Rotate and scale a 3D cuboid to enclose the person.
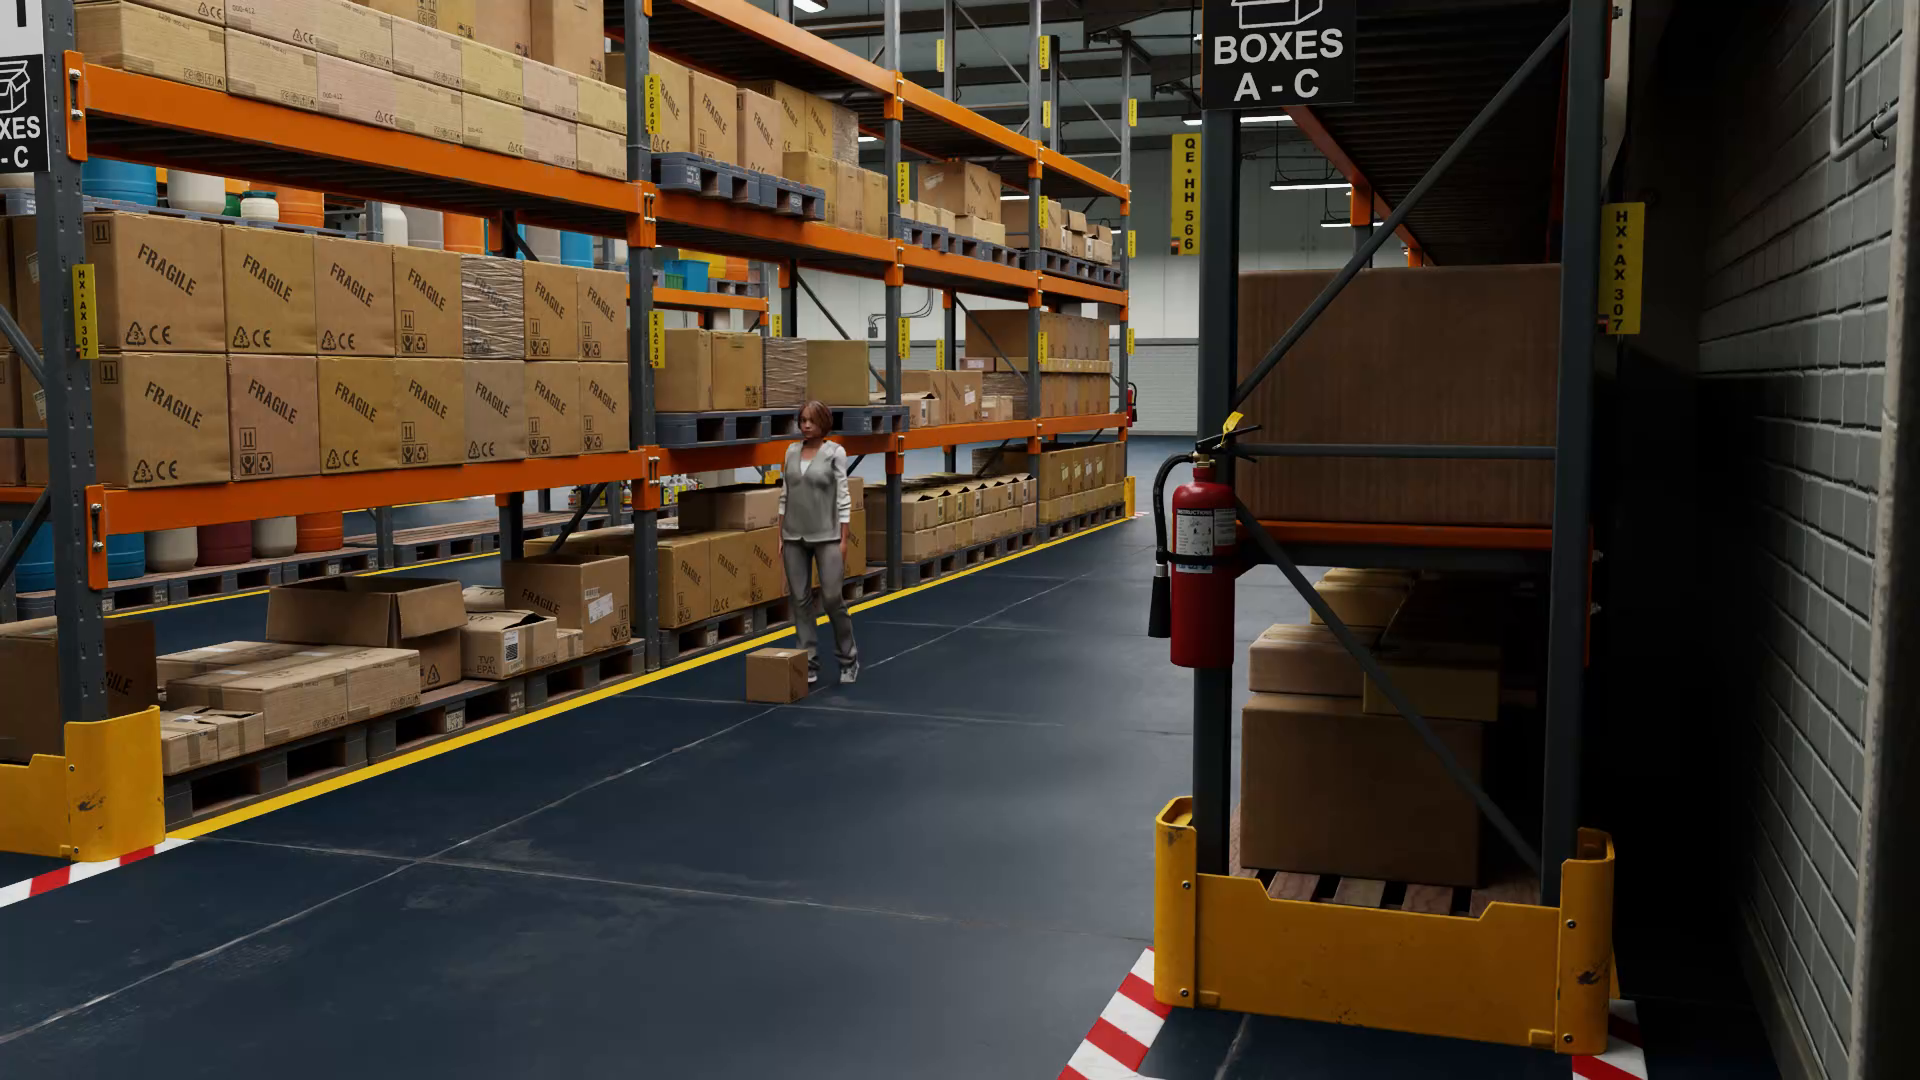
[{"bbox_3d":[-0.820,0.043,9.305,0.424,1.662,0.432,2,6,19],"label":"person"}]
